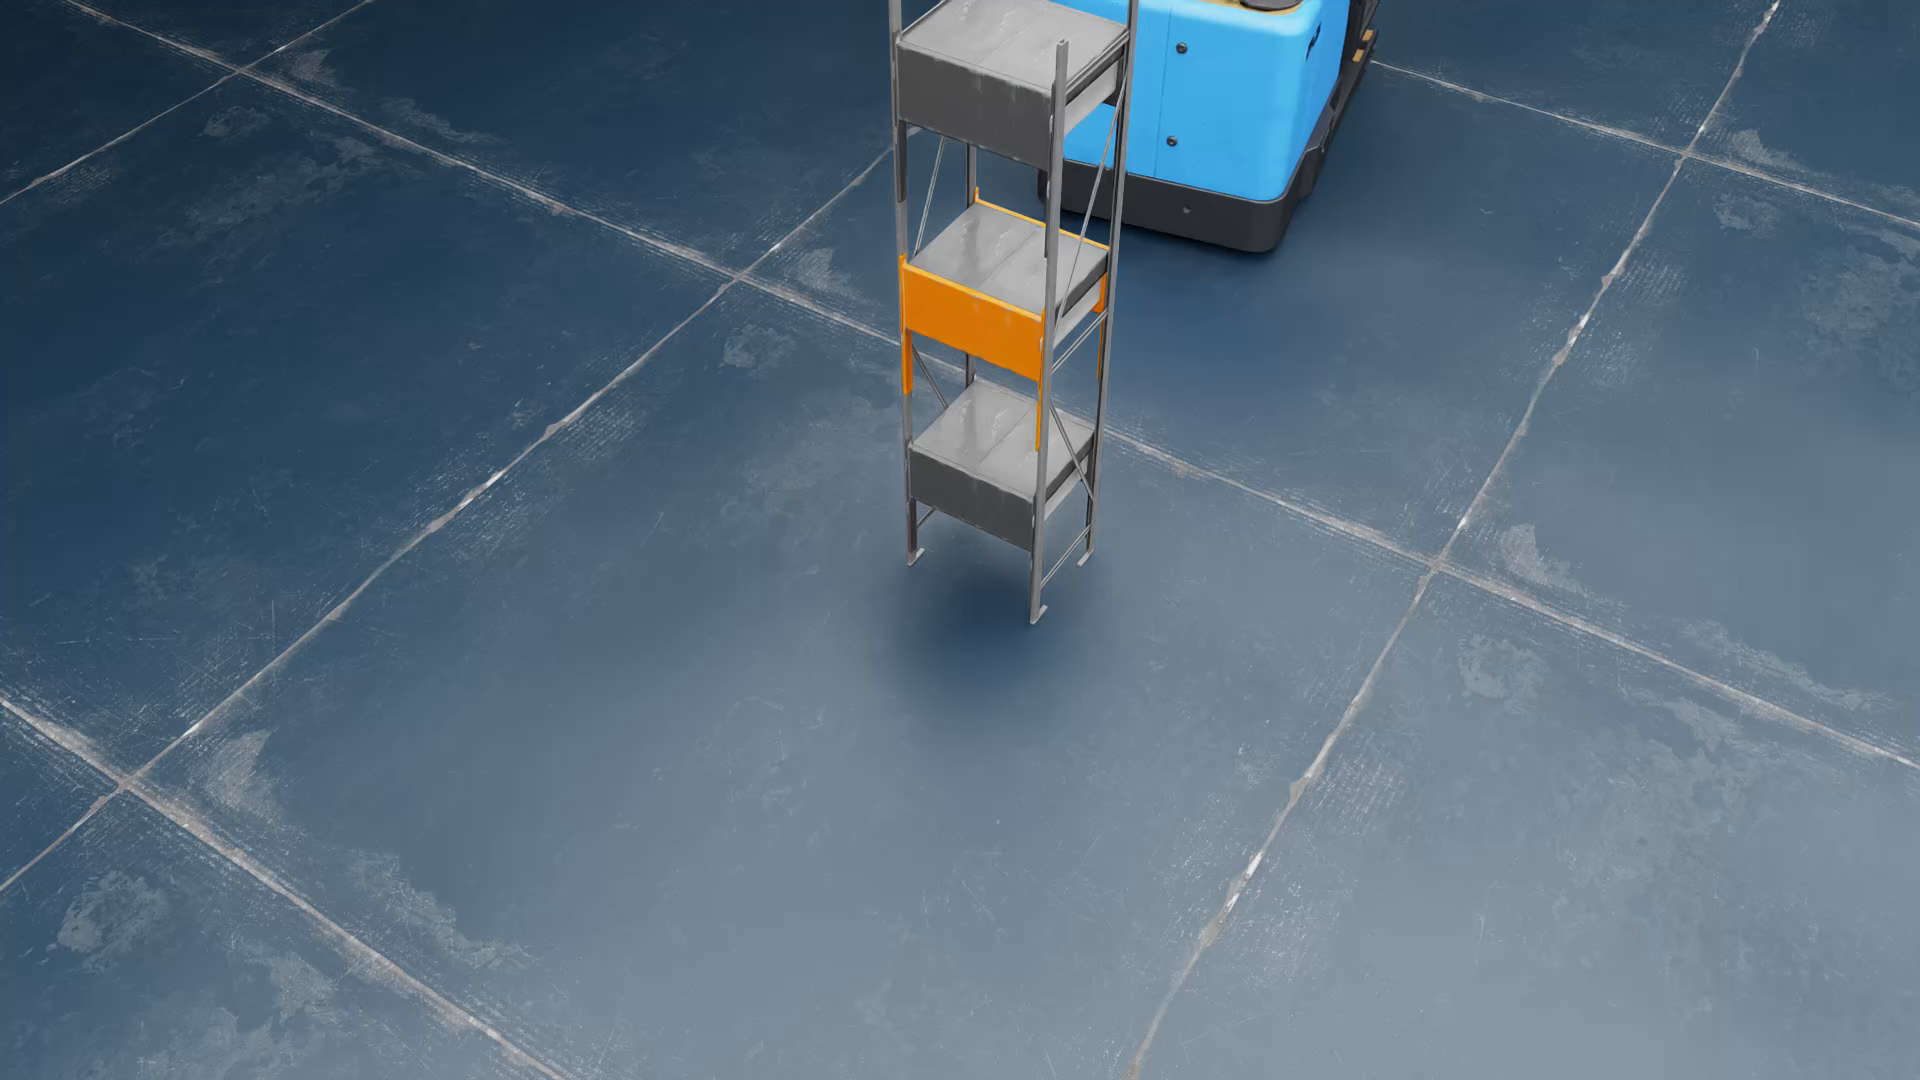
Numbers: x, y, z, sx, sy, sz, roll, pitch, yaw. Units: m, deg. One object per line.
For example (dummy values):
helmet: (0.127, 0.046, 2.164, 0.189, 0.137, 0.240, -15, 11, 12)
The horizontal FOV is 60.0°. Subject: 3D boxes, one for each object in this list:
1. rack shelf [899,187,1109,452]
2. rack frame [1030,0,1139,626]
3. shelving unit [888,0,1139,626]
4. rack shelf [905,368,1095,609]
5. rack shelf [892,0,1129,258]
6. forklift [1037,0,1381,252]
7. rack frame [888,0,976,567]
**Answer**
rack shelf: (0.139, -0.658, 4.944, 0.480, 0.518, 0.431, 25, 51, 22)
rack frame: (0.345, -0.573, 4.843, 0.015, 2.100, 0.400, 25, 51, 22)
shelving unit: (0.139, -0.668, 4.935, 0.503, 2.100, 0.431, 25, 51, 22)
rack shelf: (0.139, -0.170, 5.446, 0.480, 0.518, 0.431, 25, 51, 22)
rack shelf: (0.139, -1.146, 4.442, 0.480, 0.518, 0.431, 25, 51, 22)
forklift: (1.351, -3.270, 6.884, 1.130, 2.935, 3.031, 16, 48, 15)
rack frame: (-0.066, -0.762, 5.026, 0.015, 2.100, 0.400, 25, 51, 22)
